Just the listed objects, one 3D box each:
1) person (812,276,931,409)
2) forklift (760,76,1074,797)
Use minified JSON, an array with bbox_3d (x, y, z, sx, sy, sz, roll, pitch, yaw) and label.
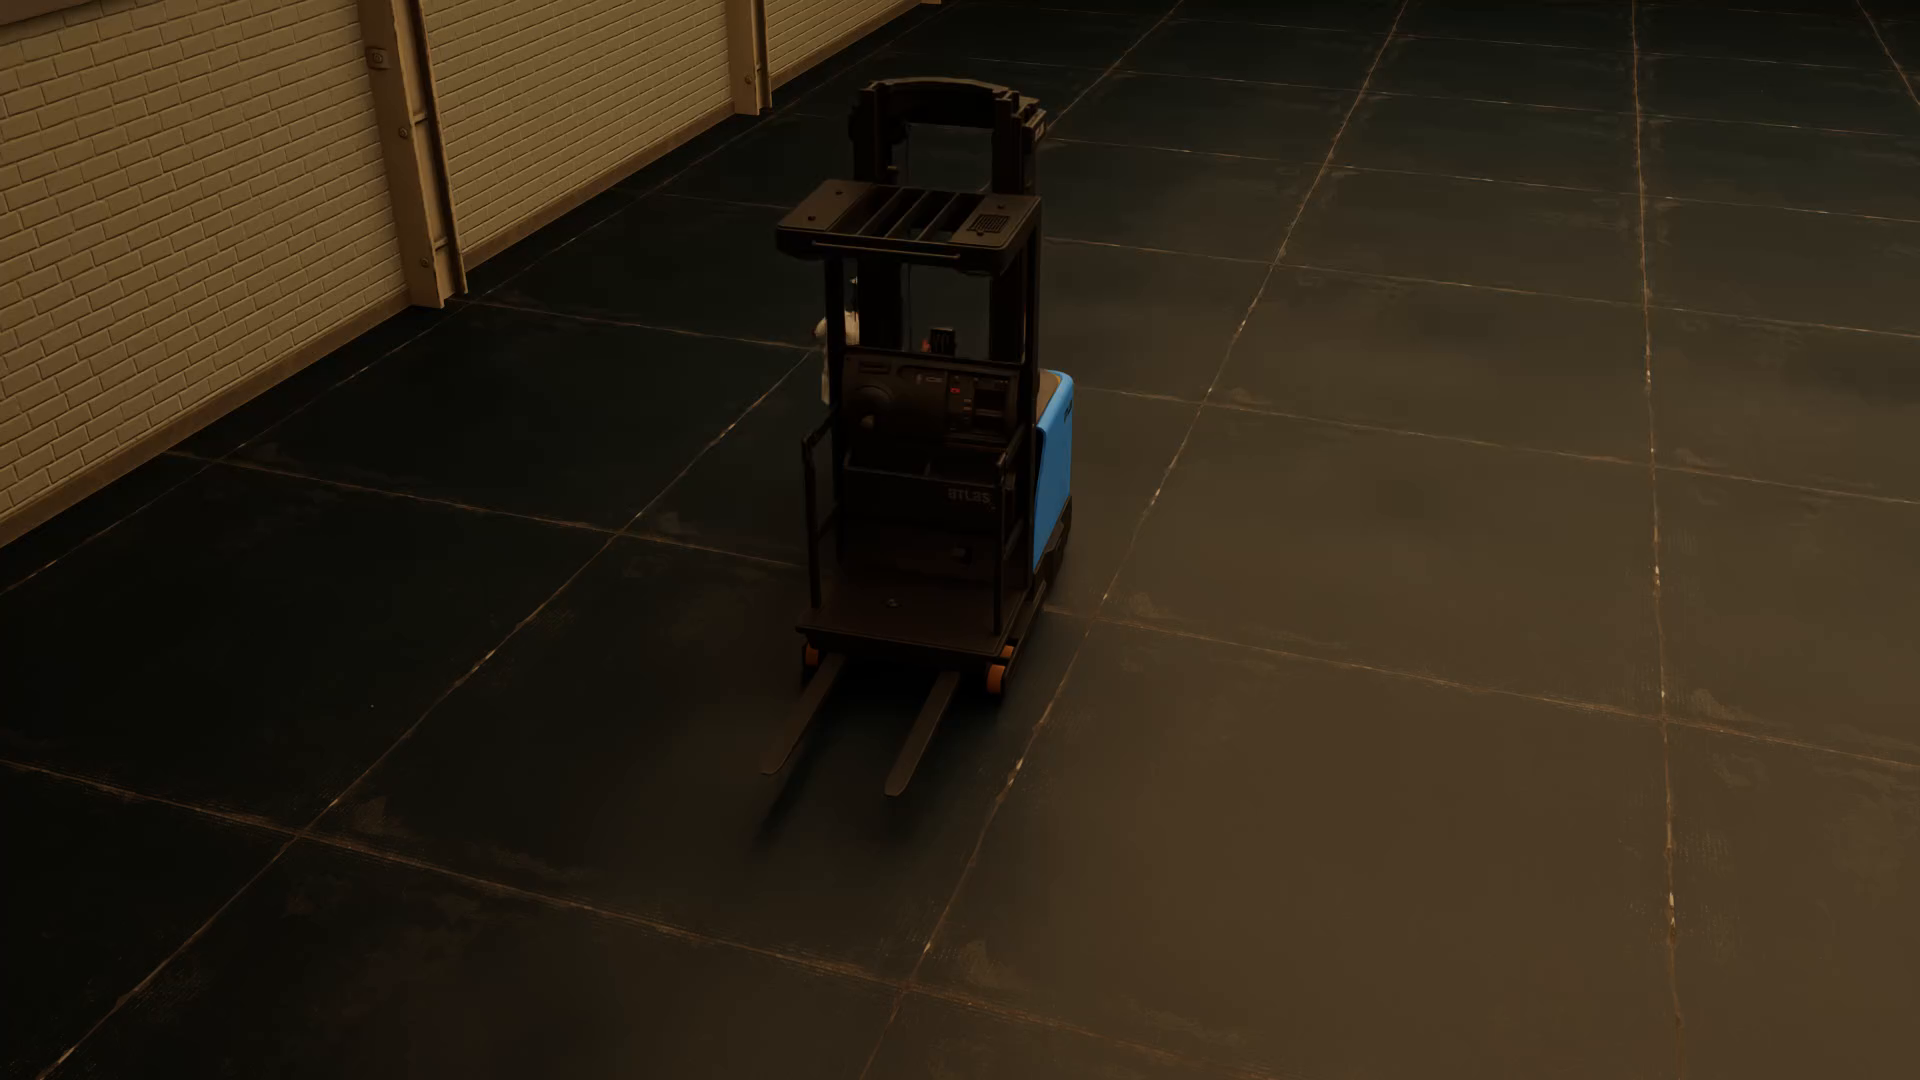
[{"bbox_3d":[-0.514,-0.986,10.393,0.880,1.476,0.744,20,35,30],"label":"person"},{"bbox_3d":[-0.211,-0.674,8.319,1.130,2.935,3.031,8,31,13],"label":"forklift"}]
